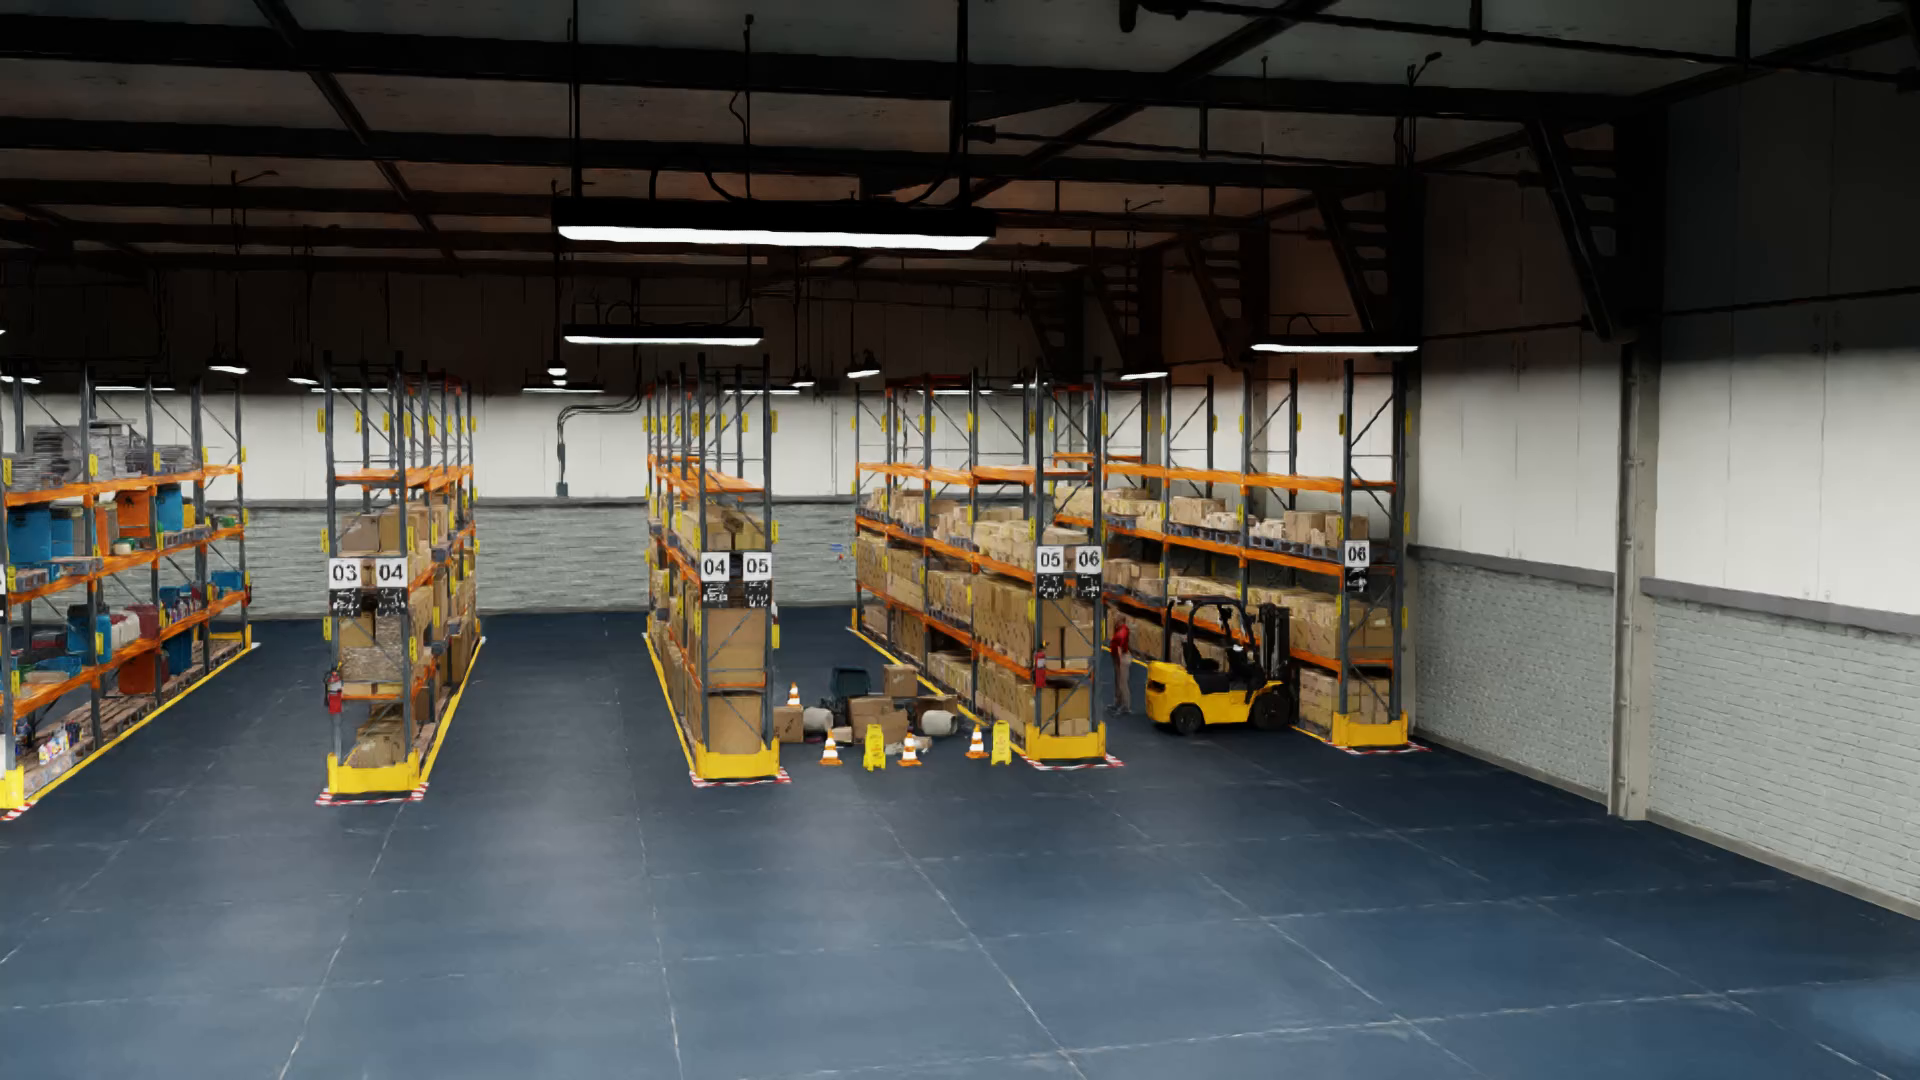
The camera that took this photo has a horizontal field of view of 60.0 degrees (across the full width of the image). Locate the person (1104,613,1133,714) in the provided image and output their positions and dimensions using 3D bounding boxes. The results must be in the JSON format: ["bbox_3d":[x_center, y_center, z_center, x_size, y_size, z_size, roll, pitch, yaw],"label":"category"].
[{"bbox_3d":[2.744,2.129,28.815,0.498,1.723,0.588,1,4,16],"label":"person"}]

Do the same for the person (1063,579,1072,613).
[{"bbox_3d":[2.257,1.648,36.581,0.542,1.588,0.540,0,4,7],"label":"person"}]

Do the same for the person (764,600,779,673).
[{"bbox_3d":[-3.848,1.772,33.497,0.452,1.768,0.632,-4,6,-44],"label":"person"}]
